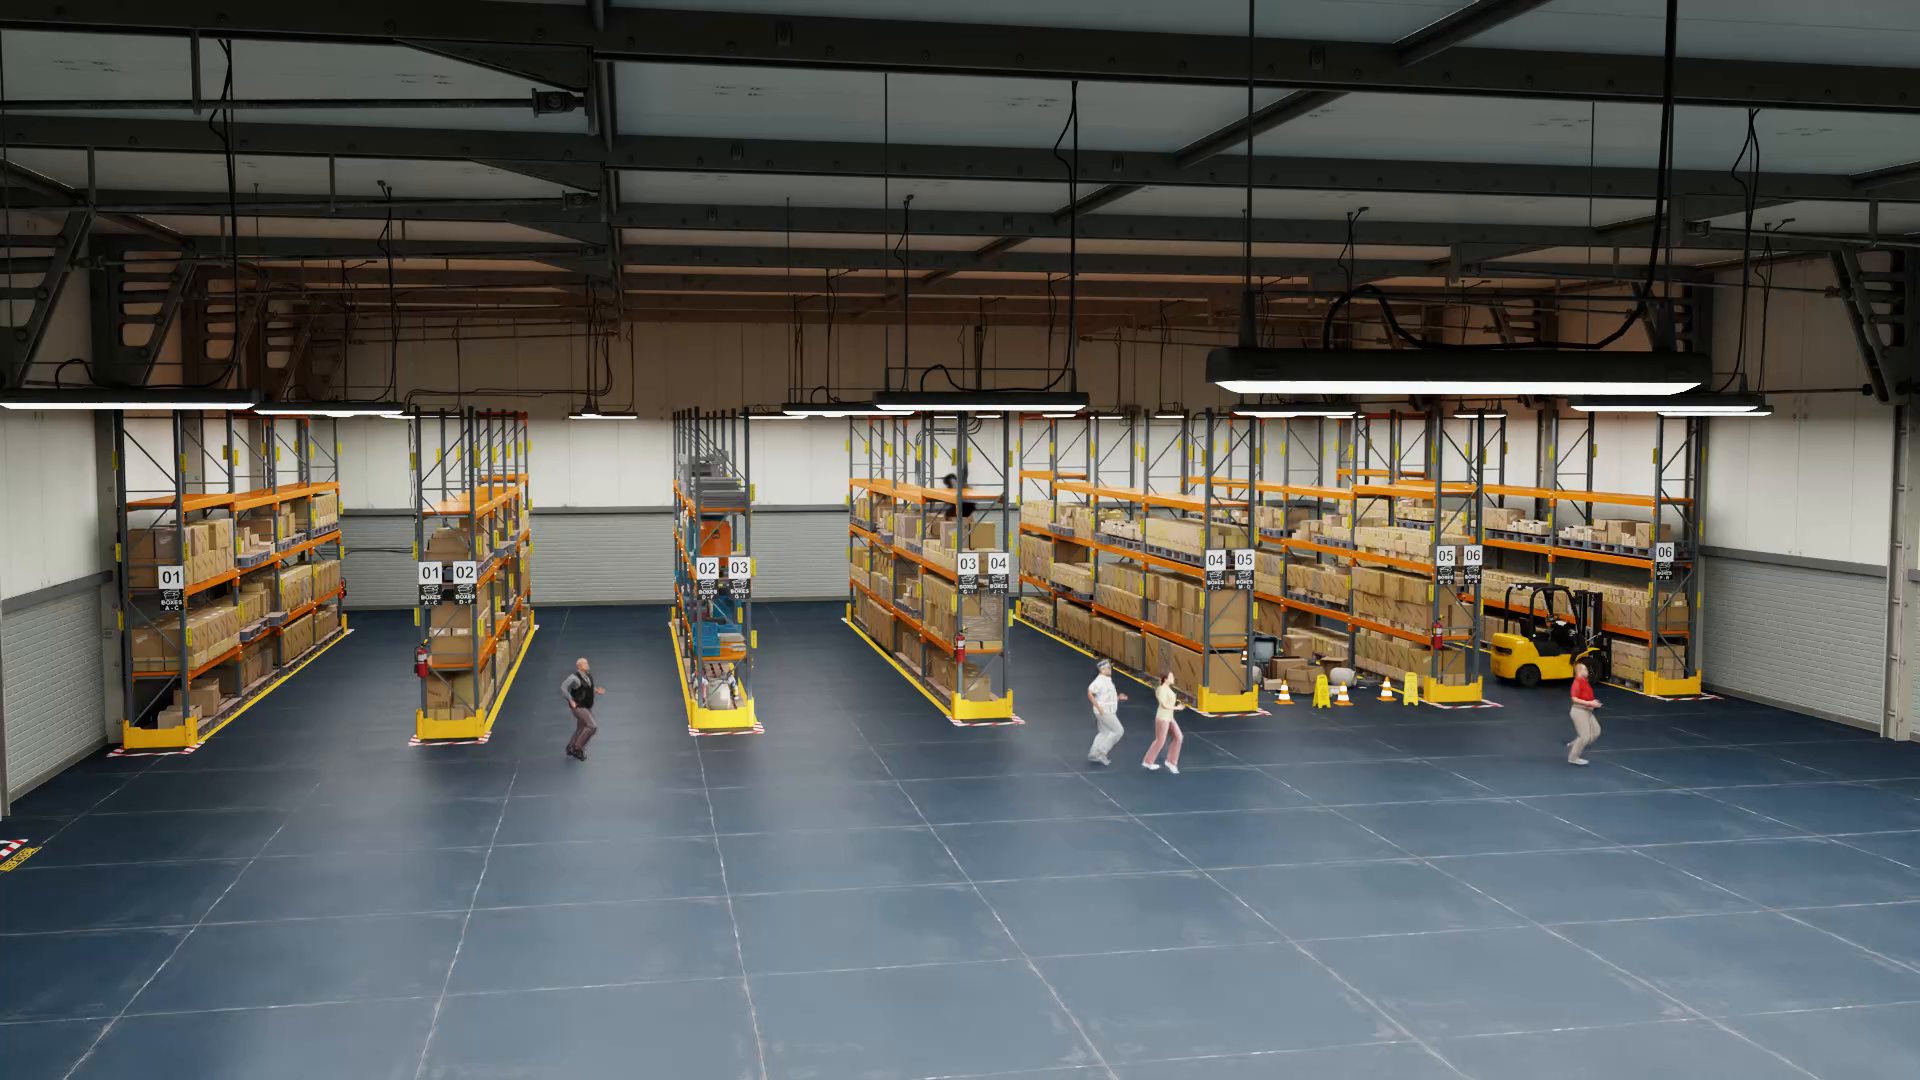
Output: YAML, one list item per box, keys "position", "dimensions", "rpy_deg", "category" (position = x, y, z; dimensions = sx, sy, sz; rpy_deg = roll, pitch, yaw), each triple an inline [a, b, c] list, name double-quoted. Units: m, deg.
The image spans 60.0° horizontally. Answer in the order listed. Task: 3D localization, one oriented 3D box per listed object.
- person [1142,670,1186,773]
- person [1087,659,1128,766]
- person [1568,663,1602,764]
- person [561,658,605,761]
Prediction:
- position: [3.338, 2.986, 27.142]
  dimensions: [0.715, 1.719, 0.591]
  rpy_deg: [1, 4, 20]
  category: "person"
- position: [2.459, 2.870, 27.727]
  dimensions: [0.685, 1.775, 0.637]
  rpy_deg: [1, 4, 10]
  category: "person"
- position: [10.439, 2.902, 27.747]
  dimensions: [0.602, 1.678, 0.652]
  rpy_deg: [3, 5, 34]
  category: "person"
- position: [-6.376, 2.872, 28.220]
  dimensions: [0.704, 1.738, 0.631]
  rpy_deg: [1, 4, 15]
  category: "person"
